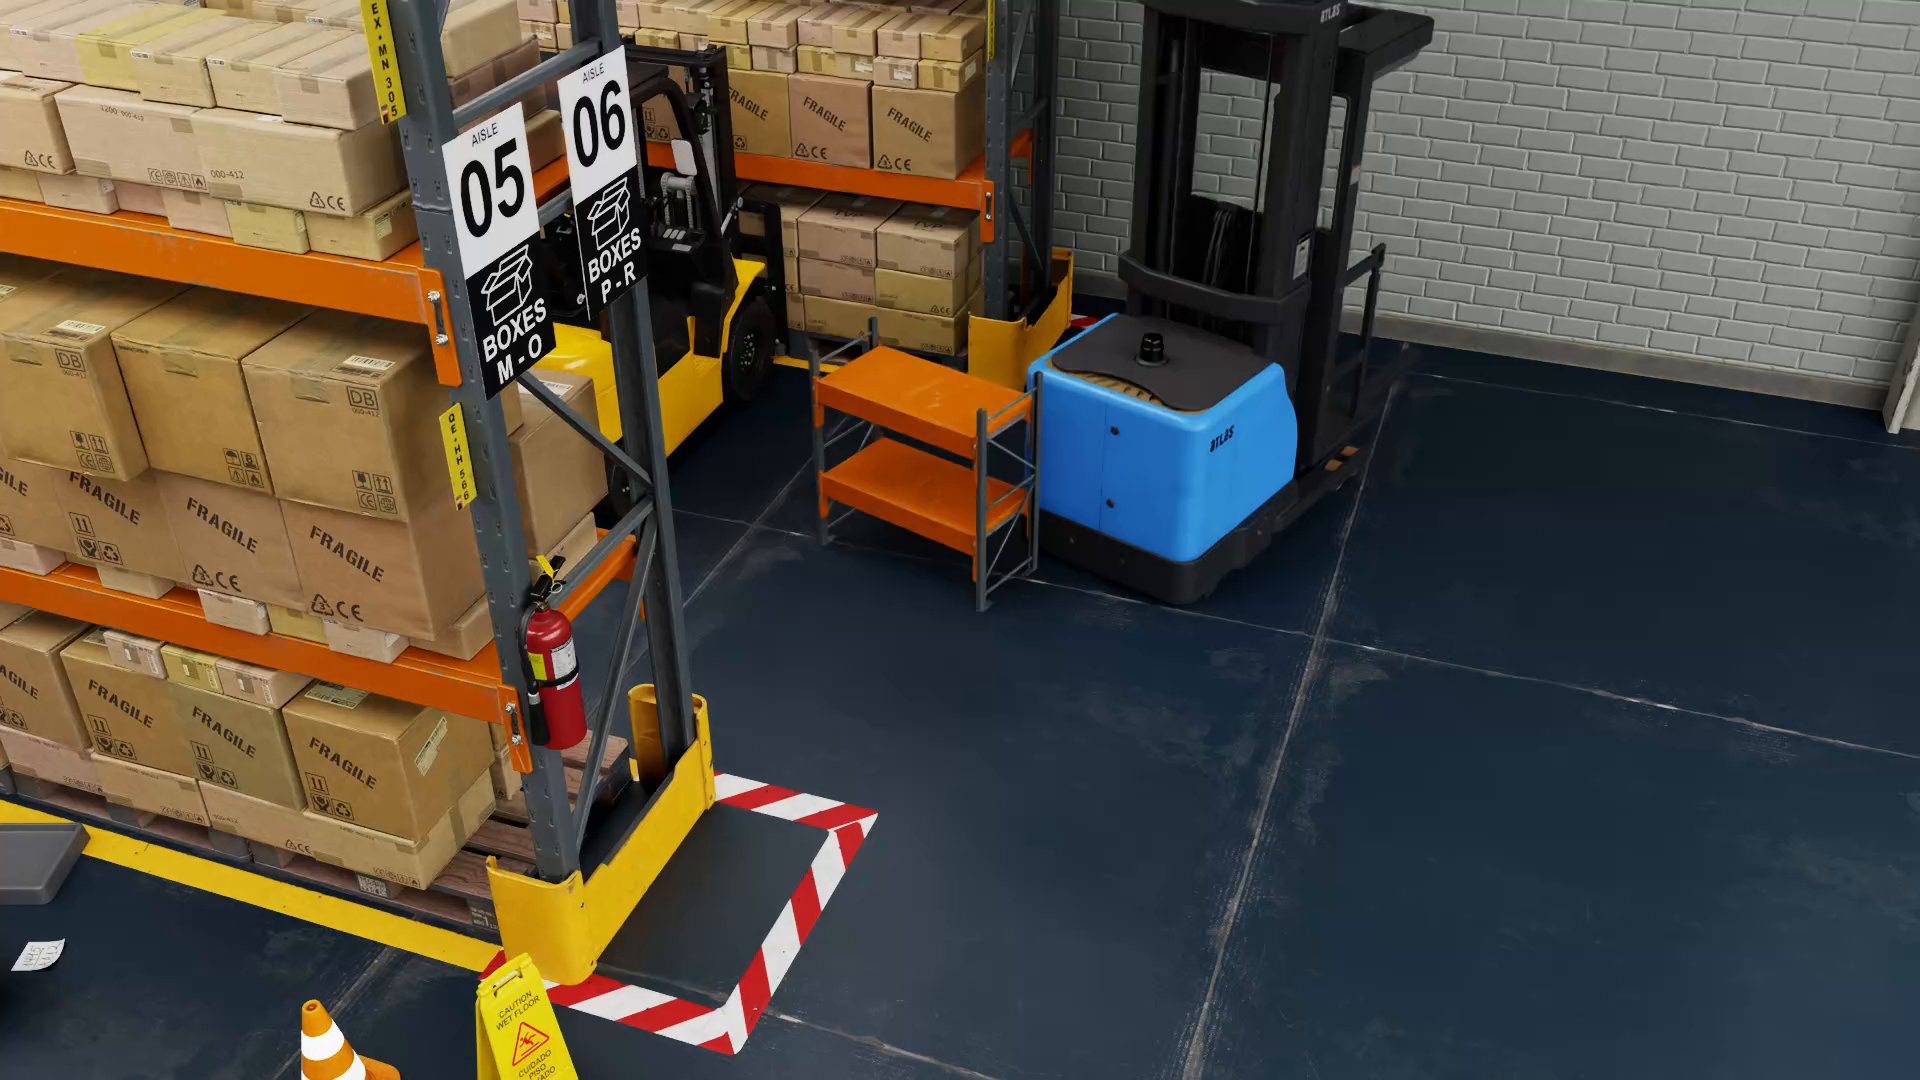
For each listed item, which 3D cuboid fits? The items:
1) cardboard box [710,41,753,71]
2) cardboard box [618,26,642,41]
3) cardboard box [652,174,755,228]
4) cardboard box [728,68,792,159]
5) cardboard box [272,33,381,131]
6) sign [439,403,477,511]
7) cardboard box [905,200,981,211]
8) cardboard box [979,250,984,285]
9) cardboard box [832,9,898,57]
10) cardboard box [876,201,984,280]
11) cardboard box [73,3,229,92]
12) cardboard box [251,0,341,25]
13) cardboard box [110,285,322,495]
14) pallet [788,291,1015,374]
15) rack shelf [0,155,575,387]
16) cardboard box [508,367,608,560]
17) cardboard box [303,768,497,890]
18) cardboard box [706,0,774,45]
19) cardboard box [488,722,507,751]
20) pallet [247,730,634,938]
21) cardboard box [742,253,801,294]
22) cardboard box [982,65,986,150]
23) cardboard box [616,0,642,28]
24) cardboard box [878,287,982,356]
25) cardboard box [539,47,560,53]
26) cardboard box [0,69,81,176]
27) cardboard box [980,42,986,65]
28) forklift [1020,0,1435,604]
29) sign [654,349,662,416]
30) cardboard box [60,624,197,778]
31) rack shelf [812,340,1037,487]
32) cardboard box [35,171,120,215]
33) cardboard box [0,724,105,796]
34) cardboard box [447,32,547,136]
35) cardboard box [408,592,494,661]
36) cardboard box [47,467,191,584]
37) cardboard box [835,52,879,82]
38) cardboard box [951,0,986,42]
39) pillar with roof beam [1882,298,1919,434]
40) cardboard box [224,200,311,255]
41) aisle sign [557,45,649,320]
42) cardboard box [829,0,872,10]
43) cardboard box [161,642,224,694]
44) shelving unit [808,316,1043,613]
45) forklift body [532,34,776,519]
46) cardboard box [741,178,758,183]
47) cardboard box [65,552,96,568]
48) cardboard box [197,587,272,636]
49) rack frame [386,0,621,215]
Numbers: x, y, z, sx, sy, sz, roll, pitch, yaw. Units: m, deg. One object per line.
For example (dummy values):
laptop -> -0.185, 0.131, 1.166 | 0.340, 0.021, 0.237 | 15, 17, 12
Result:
cardboard box -> -1.271, -2.901, 9.788 | 0.250, 0.149, 0.380 | 11, 35, 17
cardboard box -> -1.993, -3.049, 10.017 | 0.250, 0.149, 0.380 | 10, 34, 15
cardboard box -> -1.608, -2.085, 10.440 | 0.500, 0.250, 0.500 | 10, 34, 15
cardboard box -> -1.153, -2.636, 9.974 | 0.500, 0.500, 0.500 | 10, 34, 16
cardboard box -> -1.723, -1.310, 4.744 | 0.250, 0.149, 0.380 | 11, 35, 17
sign -> -1.511, -0.249, 5.011 | 0.005, 0.325, 0.100 | 11, 34, 16
cardboard box -> -0.022, -2.070, 10.417 | 0.500, 0.250, 0.500 | 10, 34, 16
cardboard box -> -0.006, -1.868, 10.564 | 0.500, 0.250, 0.500 | 12, 35, 17
cardboard box -> -0.540, -2.905, 9.520 | 0.250, 0.149, 0.380 | 12, 35, 18
cardboard box -> -0.172, -1.811, 10.015 | 0.500, 0.250, 0.500 | 12, 35, 18
cardboard box -> -2.420, -1.487, 5.018 | 0.250, 0.149, 0.380 | 11, 35, 17
cardboard box -> -2.028, -1.683, 5.322 | 0.250, 0.149, 0.380 | 11, 34, 16
cardboard box -> -2.333, -0.575, 5.586 | 0.500, 0.500, 0.700 | 11, 35, 17
pallet -> -0.368, -1.391, 10.710 | 1.213, 0.211, 1.003 | 11, 34, 16
rack shelf -> -3.188, -1.233, 5.792 | 4.000, 0.370, 1.077 | 11, 34, 16
cardboard box -> -1.657, -0.304, 6.090 | 0.500, 0.500, 0.500 | 10, 34, 16
cardboard box -> -2.179, 1.055, 6.499 | 0.500, 0.250, 0.500 | 11, 34, 16
cardboard box -> -1.277, -3.024, 9.704 | 0.250, 0.149, 0.380 | 12, 35, 17
cardboard box -> -1.993, 0.462, 6.726 | 0.500, 0.500, 0.500 | 10, 34, 15
pallet -> -2.129, 1.082, 6.880 | 1.213, 0.211, 1.003 | 11, 34, 16
cardboard box -> -1.159, -1.786, 10.438 | 0.500, 0.250, 0.500 | 10, 34, 15
cardboard box -> -0.006, -2.719, 10.103 | 0.500, 0.500, 0.500 | 12, 35, 18
cardboard box -> -1.960, -3.211, 9.993 | 0.250, 0.149, 0.380 | 11, 34, 16
cardboard box -> -0.183, -1.390, 10.286 | 0.500, 0.250, 0.500 | 11, 35, 17
cardboard box -> -2.574, -2.917, 10.410 | 0.500, 0.500, 0.500 | 12, 35, 17
cardboard box -> -2.841, -1.372, 5.209 | 0.500, 0.250, 0.500 | 12, 35, 18
cardboard box -> 0.134, -2.953, 9.869 | 0.250, 0.149, 0.380 | 10, 34, 15
forklift -> 1.613, -1.656, 8.612 | 1.130, 2.935, 3.031 | 23, 39, 31
sign -> -1.122, -0.550, 6.038 | 0.005, 0.325, 0.100 | 11, 34, 16
cardboard box -> -3.112, 0.551, 6.587 | 0.500, 0.500, 0.500 | 10, 34, 15
rack shelf -> -0.171, -0.636, 8.158 | 1.000, 0.278, 0.538 | 22, 39, 30
cardboard box -> -2.686, -1.183, 5.283 | 0.250, 0.149, 0.380 | 11, 34, 16
cardboard box -> -3.599, 0.771, 6.938 | 0.500, 0.250, 0.500 | 11, 34, 16
cardboard box -> -1.688, -1.459, 5.343 | 0.500, 0.250, 0.500 | 10, 34, 16
cardboard box -> -1.729, 0.237, 5.849 | 0.250, 0.149, 0.380 | 12, 35, 18
cardboard box -> -2.848, -0.222, 5.962 | 0.500, 0.500, 0.500 | 11, 34, 16
cardboard box -> -0.529, -2.790, 9.615 | 0.250, 0.149, 0.380 | 12, 35, 17
cardboard box -> 0.122, -3.054, 9.751 | 0.250, 0.149, 0.380 | 10, 34, 16
pillar with roof beam -> 4.211, -2.256, 3.948 | 0.400, 9.000, 9.100 | 11, 34, 16
cardboard box -> -1.980, -1.015, 5.023 | 0.250, 0.149, 0.380 | 11, 35, 17
aisle sign -> -1.142, -1.148, 5.366 | 0.004, 0.787, 0.394 | 11, 34, 16
cardboard box -> -0.594, -3.213, 9.997 | 0.250, 0.149, 0.380 | 11, 35, 17
cardboard box -> -2.751, 0.388, 6.242 | 0.250, 0.149, 0.380 | 12, 35, 17
shelving unit -> -0.171, -0.390, 8.316 | 1.048, 1.125, 0.538 | 22, 39, 30
forklift body -> -2.034, -1.503, 9.095 | 1.214, 2.155, 2.313 | 11, 34, 16
cardboard box -> -1.441, -2.354, 10.857 | 0.500, 0.250, 0.500 | 10, 34, 16
cardboard box -> -3.161, -0.052, 6.297 | 0.250, 0.149, 0.380 | 11, 34, 16
cardboard box -> -2.492, 0.158, 5.971 | 0.250, 0.149, 0.380 | 12, 35, 17
rack frame -> -1.305, -2.429, 4.216 | 0.127, 3.000, 1.000 | 11, 34, 16
